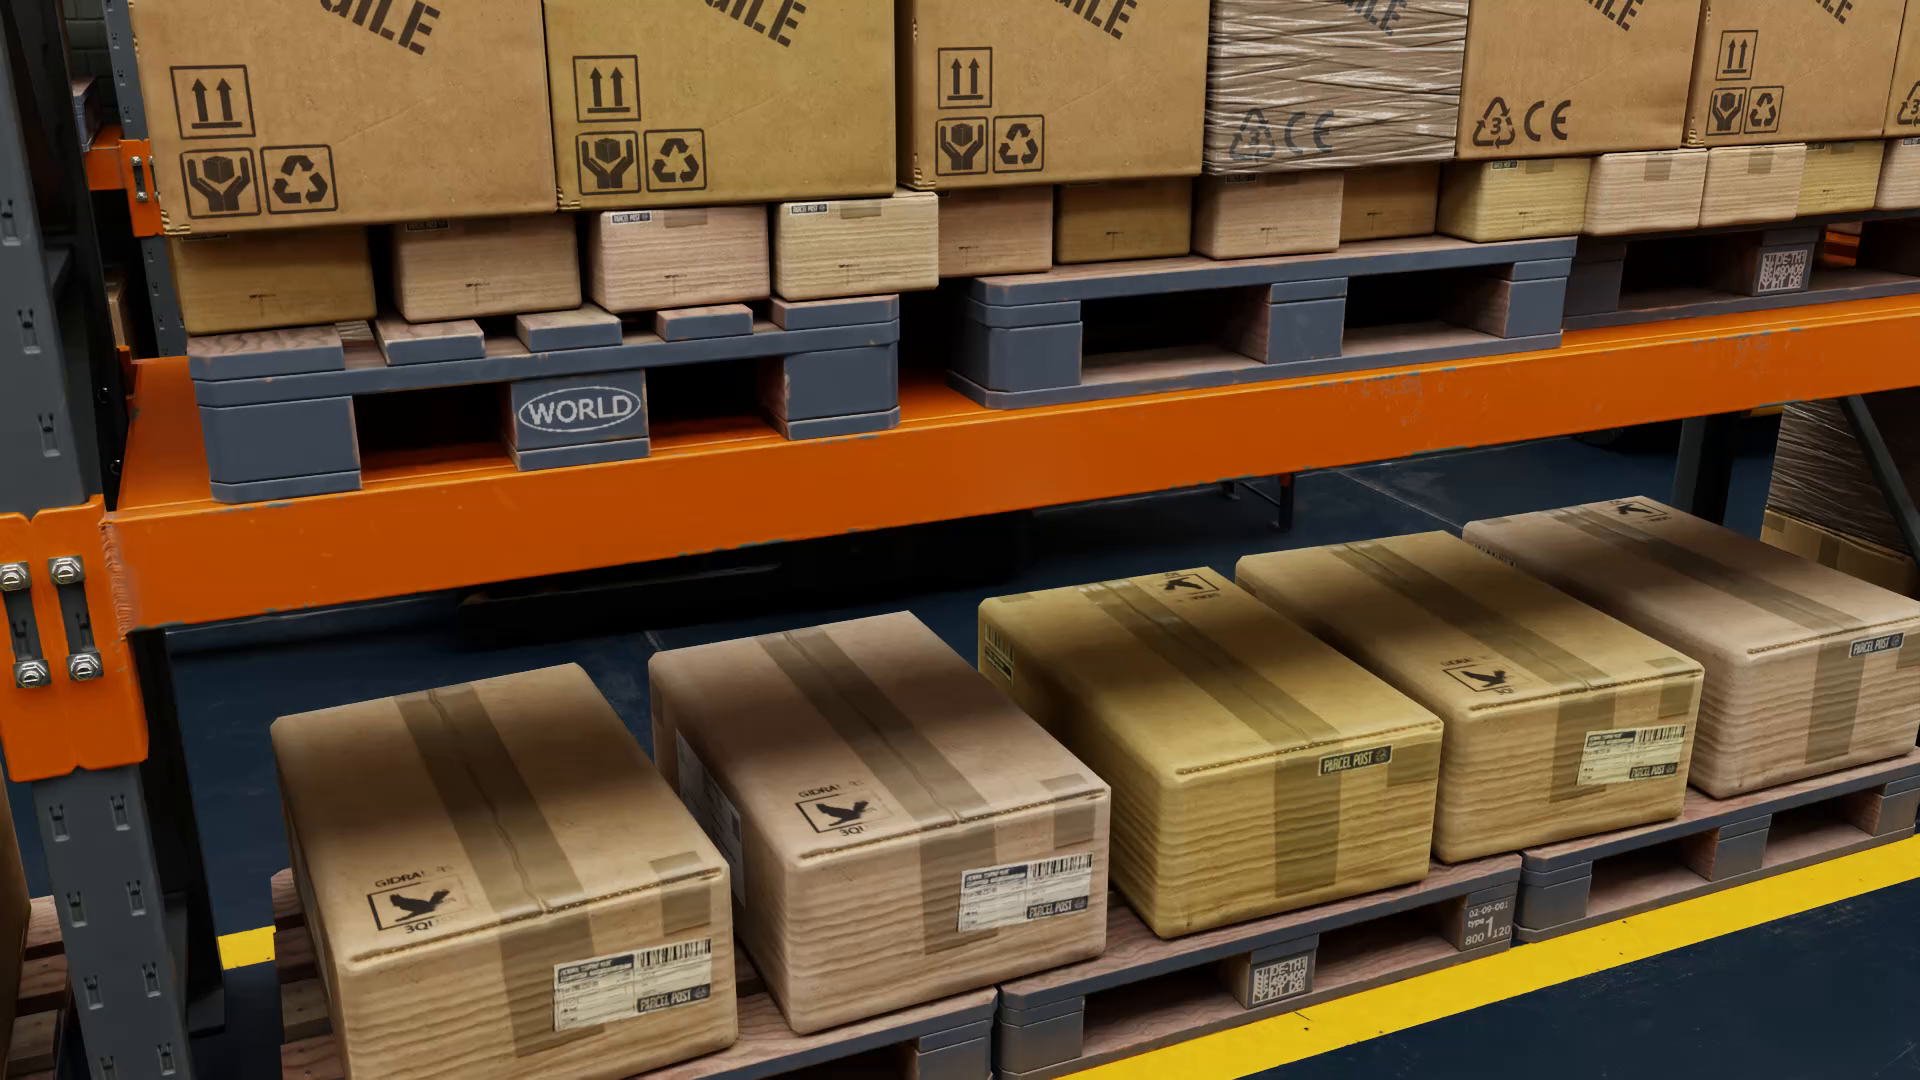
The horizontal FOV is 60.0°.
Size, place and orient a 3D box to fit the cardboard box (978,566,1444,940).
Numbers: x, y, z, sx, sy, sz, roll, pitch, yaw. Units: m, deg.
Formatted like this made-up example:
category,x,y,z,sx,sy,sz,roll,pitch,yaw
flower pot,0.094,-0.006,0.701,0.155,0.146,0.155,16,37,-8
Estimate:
category,x,y,z,sx,sy,sz,roll,pitch,yaw
cardboard box,0.501,0.418,3.644,0.625,0.372,0.950,-7,21,-20

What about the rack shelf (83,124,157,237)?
category,x,y,z,sx,sy,sz,roll,pitch,yaw
rack shelf,-5.201,-1.266,6.183,4.000,0.370,1.077,-8,21,-22

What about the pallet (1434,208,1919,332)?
category,x,y,z,sx,sy,sz,roll,pitch,yaw
pallet,1.518,-0.734,3.880,1.213,0.211,1.003,-8,21,-22

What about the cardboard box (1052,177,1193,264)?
category,x,y,z,sx,sy,sz,roll,pitch,yaw
cardboard box,0.214,-0.604,2.967,0.250,0.149,0.380,-7,21,-20

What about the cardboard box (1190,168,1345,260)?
category,x,y,z,sx,sy,sz,roll,pitch,yaw
cardboard box,0.480,-0.618,3.008,0.250,0.149,0.380,-7,21,-20

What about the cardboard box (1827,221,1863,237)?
category,x,y,z,sx,sy,sz,roll,pitch,yaw
cardboard box,2.452,-0.898,4.434,0.250,0.149,0.380,-8,21,-22

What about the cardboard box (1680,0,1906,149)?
category,x,y,z,sx,sy,sz,roll,pitch,yaw
cardboard box,1.490,-1.070,3.314,0.500,0.500,0.500,-8,21,-22

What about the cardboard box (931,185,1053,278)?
category,x,y,z,sx,sy,sz,roll,pitch,yaw
cardboard box,-0.030,-0.555,2.827,0.250,0.149,0.380,-7,21,-19

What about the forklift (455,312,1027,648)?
category,x,y,z,sx,sy,sz,roll,pitch,yaw
forklift,-1.348,-1.250,5.160,3.031,2.935,1.130,-6,20,-17

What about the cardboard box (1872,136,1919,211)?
category,x,y,z,sx,sy,sz,roll,pitch,yaw
cardboard box,1.915,-0.809,3.549,0.250,0.149,0.380,-8,21,-21

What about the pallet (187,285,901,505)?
category,x,y,z,sx,sy,sz,roll,pitch,yaw
pallet,-0.783,-0.391,2.904,1.003,0.211,1.213,-8,21,-22

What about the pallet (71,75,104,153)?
category,x,y,z,sx,sy,sz,roll,pitch,yaw
pallet,-3.959,-1.667,6.529,1.003,0.211,1.213,-8,21,-22

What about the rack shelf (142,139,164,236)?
category,x,y,z,sx,sy,sz,roll,pitch,yaw
rack shelf,-1.528,-1.792,7.678,4.000,0.370,1.077,-8,21,-22

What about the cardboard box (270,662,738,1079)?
category,x,y,z,sx,sy,sz,roll,pitch,yaw
cardboard box,-0.872,0.615,3.083,0.625,0.372,0.950,-10,22,-26

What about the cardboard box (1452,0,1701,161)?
category,x,y,z,sx,sy,sz,roll,pitch,yaw
cardboard box,1.013,-1.004,3.127,0.500,0.500,0.500,-7,21,-20

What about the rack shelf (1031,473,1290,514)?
category,x,y,z,sx,sy,sz,roll,pitch,yaw
rack shelf,0.641,-0.355,6.073,1.000,0.278,0.538,-6,20,-17

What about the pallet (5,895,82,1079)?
category,x,y,z,sx,sy,sz,roll,pitch,yaw
pallet,-2.149,1.041,2.747,1.213,0.211,1.003,-8,21,-22

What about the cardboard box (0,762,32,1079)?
category,x,y,z,sx,sy,sz,roll,pitch,yaw
cardboard box,-2.062,0.515,2.610,0.875,0.875,0.875,-8,21,-22

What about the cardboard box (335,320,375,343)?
category,x,y,z,sx,sy,sz,roll,pitch,yaw
cardboard box,-2.787,-1.024,7.357,0.625,0.625,0.875,-7,21,-20

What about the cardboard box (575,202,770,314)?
category,x,y,z,sx,sy,sz,roll,pitch,yaw
cardboard box,-0.481,-0.469,2.585,0.250,0.149,0.380,-10,22,-25

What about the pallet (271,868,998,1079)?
category,x,y,z,sx,sy,sz,roll,pitch,yaw
pallet,-0.677,0.858,3.267,1.213,0.211,1.003,-8,21,-22

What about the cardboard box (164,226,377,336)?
category,x,y,z,sx,sy,sz,roll,pitch,yaw
cardboard box,-1.023,-0.421,2.446,0.250,0.149,0.380,-9,22,-25

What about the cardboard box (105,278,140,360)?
category,x,y,z,sx,sy,sz,roll,pitch,yaw
cardboard box,-3.668,-0.766,6.812,0.500,0.500,0.500,-8,21,-20

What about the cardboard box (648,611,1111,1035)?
category,x,y,z,sx,sy,sz,roll,pitch,yaw
cardboard box,-0.198,0.516,3.365,0.625,0.372,0.950,-9,21,-23

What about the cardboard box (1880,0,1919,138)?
category,x,y,z,sx,sy,sz,roll,pitch,yaw
cardboard box,1.944,-1.136,3.501,0.500,0.500,0.500,-9,21,-23

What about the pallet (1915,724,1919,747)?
category,x,y,z,sx,sy,sz,roll,pitch,yaw
pallet,2.880,0.335,4.753,1.213,0.211,1.003,-8,21,-22

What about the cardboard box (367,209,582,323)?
category,x,y,z,sx,sy,sz,roll,pitch,yaw
cardboard box,-0.750,-0.447,2.522,0.250,0.149,0.380,-10,22,-25

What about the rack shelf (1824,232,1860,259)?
category,x,y,z,sx,sy,sz,roll,pitch,yaw
rack shelf,4.114,-0.805,4.875,4.000,0.370,1.077,-8,21,-22

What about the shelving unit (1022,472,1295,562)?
category,x,y,z,sx,sy,sz,roll,pitch,yaw
shelving unit,0.641,-0.586,5.992,1.048,1.125,0.538,-6,20,-17

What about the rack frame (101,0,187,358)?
category,x,y,z,sx,sy,sz,roll,pitch,yaw
rack frame,-3.365,-1.868,6.811,0.127,3.000,1.000,-8,21,-22

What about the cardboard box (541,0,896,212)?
category,x,y,z,sx,sy,sz,roll,pitch,yaw
cardboard box,-0.415,-0.800,2.546,0.500,0.500,0.500,-7,21,-19

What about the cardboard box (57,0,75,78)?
category,x,y,z,sx,sy,sz,roll,pitch,yaw
cardboard box,-3.899,-2.093,6.668,0.500,0.500,0.500,-7,21,-19

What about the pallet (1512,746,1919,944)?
category,x,y,z,sx,sy,sz,roll,pitch,yaw
pallet,1.563,0.537,4.179,1.213,0.211,1.003,-8,21,-22

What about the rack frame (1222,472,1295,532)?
category,x,y,z,sx,sy,sz,roll,pitch,yaw
rack frame,1.124,-0.639,6.142,0.032,1.125,0.500,-6,20,-17

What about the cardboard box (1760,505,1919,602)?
category,x,y,z,sx,sy,sz,roll,pitch,yaw
cardboard box,2.714,0.058,4.849,0.500,0.250,0.500,-7,21,-19

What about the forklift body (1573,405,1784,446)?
category,x,y,z,sx,sy,sz,roll,pitch,yaw
forklift body,2.962,-1.714,7.652,1.214,2.155,2.313,-8,21,-22

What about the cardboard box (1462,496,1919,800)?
category,x,y,z,sx,sy,sz,roll,pitch,yaw
cardboard box,1.797,0.230,4.176,0.625,0.372,0.950,-8,21,-21

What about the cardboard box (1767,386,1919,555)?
category,x,y,z,sx,sy,sz,roll,pitch,yaw
cardboard box,2.715,-0.296,4.724,0.500,0.500,0.500,-8,21,-23

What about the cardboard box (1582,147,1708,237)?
category,x,y,z,sx,sy,sz,roll,pitch,yaw
cardboard box,1.210,-0.700,3.240,0.250,0.149,0.380,-8,21,-21

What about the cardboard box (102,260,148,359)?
category,x,y,z,sx,sy,sz,roll,pitch,yaw
cardboard box,-3.863,-0.917,7.242,0.500,0.500,0.500,-7,21,-20

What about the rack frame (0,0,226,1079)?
category,x,y,z,sx,sy,sz,roll,pitch,yaw
rack frame,-1.395,-0.355,2.513,0.127,3.000,1.000,-8,21,-22

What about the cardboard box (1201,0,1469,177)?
category,x,y,z,sx,sy,sz,roll,pitch,yaw
cardboard box,0.533,-0.935,2.930,0.500,0.500,0.500,-9,21,-24

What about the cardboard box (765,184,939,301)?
category,x,y,z,sx,sy,sz,roll,pitch,yaw
cardboard box,-0.220,-0.499,2.670,0.250,0.149,0.380,-8,21,-22

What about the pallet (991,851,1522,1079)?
category,x,y,z,sx,sy,sz,roll,pitch,yaw
pallet,0.442,0.699,3.719,1.213,0.211,1.003,-8,21,-22

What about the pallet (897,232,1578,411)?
category,x,y,z,sx,sy,sz,roll,pitch,yaw
pallet,0.406,-0.537,3.320,1.213,0.211,1.003,-8,21,-22

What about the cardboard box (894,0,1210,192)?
category,x,y,z,sx,sy,sz,roll,pitch,yaw
cardboard box,0.070,-0.872,2.750,0.500,0.500,0.500,-8,21,-21

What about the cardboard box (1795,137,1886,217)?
category,x,y,z,sx,sy,sz,roll,pitch,yaw
cardboard box,1.665,-0.779,3.465,0.250,0.149,0.380,-9,21,-24

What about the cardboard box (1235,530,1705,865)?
category,x,y,z,sx,sy,sz,roll,pitch,yaw
cardboard box,1.138,0.326,3.905,0.625,0.372,0.950,-7,21,-19

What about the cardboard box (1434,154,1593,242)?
category,x,y,z,sx,sy,sz,roll,pitch,yaw
cardboard box,0.972,-0.679,3.180,0.250,0.149,0.380,-8,21,-22

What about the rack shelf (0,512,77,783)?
category,x,y,z,sx,sy,sz,roll,pitch,yaw
rack shelf,-3.232,0.248,1.886,4.000,0.370,1.077,-8,21,-22

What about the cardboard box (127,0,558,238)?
category,x,y,z,sx,sy,sz,roll,pitch,yaw
cardboard box,-0.890,-0.729,2.345,0.500,0.500,0.500,-9,21,-23

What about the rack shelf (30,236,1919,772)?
category,x,y,z,sx,sy,sz,roll,pitch,yaw
rack shelf,0.441,-0.279,3.380,4.000,0.370,1.077,-8,21,-22

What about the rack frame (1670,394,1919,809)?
category,x,y,z,sx,sy,sz,roll,pitch,yaw
rack frame,2.278,-0.881,4.008,0.127,3.000,1.000,-8,21,-22

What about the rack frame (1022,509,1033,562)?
category,x,y,z,sx,sy,sz,roll,pitch,yaw
rack frame,0.159,-0.533,5.841,0.032,1.125,0.500,-6,20,-17

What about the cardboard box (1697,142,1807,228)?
category,x,y,z,sx,sy,sz,roll,pitch,yaw
cardboard box,1.443,-0.735,3.338,0.250,0.149,0.380,-9,21,-23

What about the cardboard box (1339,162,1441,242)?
category,x,y,z,sx,sy,sz,roll,pitch,yaw
cardboard box,0.690,-0.676,3.170,0.250,0.149,0.380,-9,21,-24
